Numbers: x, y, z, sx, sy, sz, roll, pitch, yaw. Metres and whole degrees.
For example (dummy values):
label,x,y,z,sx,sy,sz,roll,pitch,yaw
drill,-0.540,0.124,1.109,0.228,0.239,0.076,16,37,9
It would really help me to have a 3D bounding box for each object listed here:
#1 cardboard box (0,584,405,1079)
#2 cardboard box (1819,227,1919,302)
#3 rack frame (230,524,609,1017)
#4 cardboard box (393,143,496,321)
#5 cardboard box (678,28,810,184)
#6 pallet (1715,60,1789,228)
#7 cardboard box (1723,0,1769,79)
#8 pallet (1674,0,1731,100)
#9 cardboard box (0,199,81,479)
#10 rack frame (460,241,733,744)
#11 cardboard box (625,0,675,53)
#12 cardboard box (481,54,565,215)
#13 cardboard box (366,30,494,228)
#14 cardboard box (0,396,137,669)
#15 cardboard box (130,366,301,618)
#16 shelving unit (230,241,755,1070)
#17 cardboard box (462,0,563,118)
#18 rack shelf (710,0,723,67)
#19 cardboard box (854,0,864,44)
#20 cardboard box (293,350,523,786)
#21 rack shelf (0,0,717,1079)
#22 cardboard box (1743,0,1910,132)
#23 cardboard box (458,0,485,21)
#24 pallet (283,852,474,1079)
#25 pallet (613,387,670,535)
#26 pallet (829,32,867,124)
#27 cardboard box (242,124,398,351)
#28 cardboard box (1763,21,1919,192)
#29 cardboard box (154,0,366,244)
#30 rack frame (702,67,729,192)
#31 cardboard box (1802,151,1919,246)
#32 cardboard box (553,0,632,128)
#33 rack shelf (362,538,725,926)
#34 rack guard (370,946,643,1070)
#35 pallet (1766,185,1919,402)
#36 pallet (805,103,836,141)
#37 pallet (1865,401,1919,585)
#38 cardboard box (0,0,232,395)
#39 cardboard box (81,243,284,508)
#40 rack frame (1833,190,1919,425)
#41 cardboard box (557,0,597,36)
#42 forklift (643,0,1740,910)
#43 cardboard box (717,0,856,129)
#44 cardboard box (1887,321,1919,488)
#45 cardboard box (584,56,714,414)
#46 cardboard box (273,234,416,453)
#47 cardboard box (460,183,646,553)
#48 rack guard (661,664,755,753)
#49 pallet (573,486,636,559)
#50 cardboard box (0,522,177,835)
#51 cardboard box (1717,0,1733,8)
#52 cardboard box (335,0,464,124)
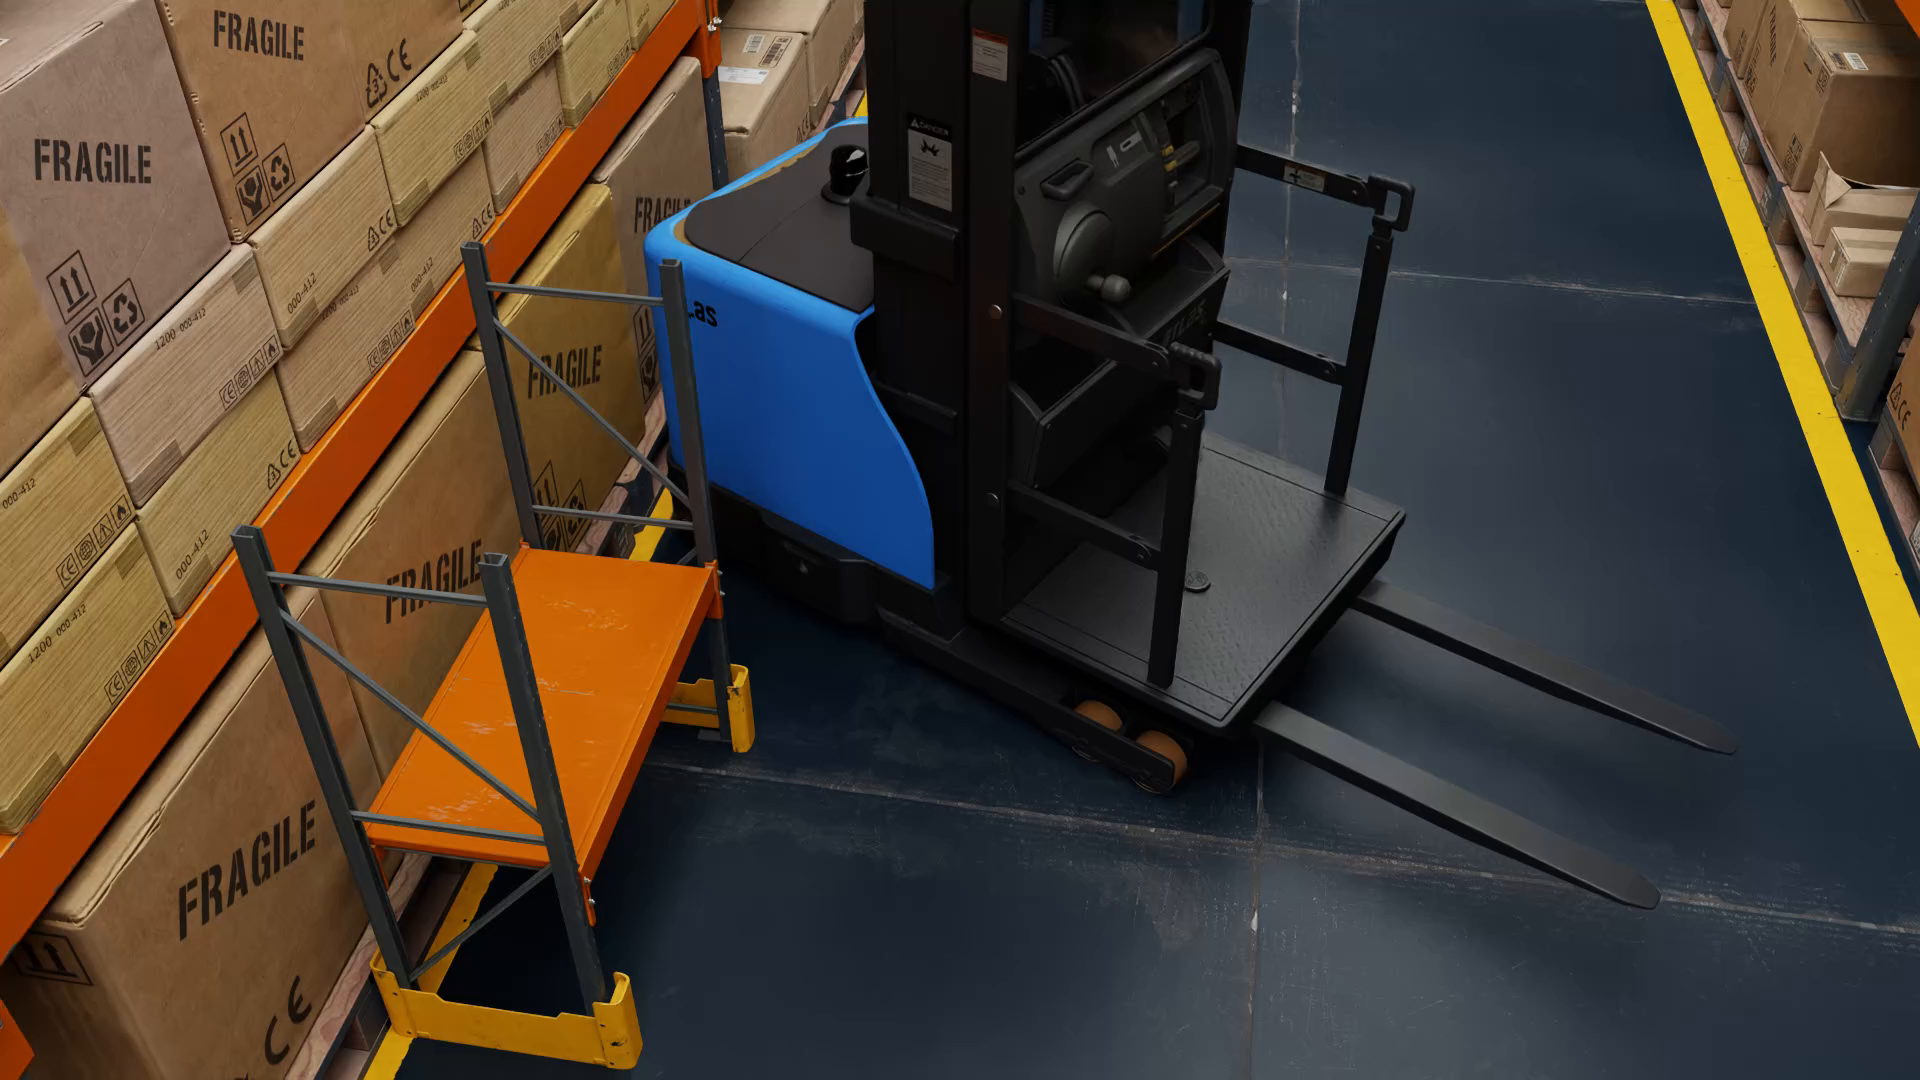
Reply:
label,x,y,z,sx,sy,sz,roll,pitch,yaw
cardboard box,-1.833,0.649,3.449,0.875,0.875,0.875,6,40,7
cardboard box,3.354,-0.995,6.007,0.380,0.149,0.250,5,40,6
rack frame,-1.028,0.586,3.364,0.500,1.500,0.032,6,40,7
cardboard box,-1.452,-0.769,3.943,0.500,0.250,0.500,6,40,8
cardboard box,-1.128,-1.651,6.574,0.875,0.438,0.875,6,40,7
pallet,3.876,-1.673,7.109,1.003,0.211,1.213,6,40,8
cardboard box,3.854,-2.353,7.374,0.700,0.500,0.500,8,40,9
pallet,4.089,-2.437,8.032,1.003,0.211,1.213,6,40,8
cardboard box,-1.708,-0.290,2.384,0.500,0.500,0.500,5,40,6
rack frame,-0.858,-0.052,4.136,0.500,1.500,0.032,6,40,7
cardboard box,-1.172,-1.727,5.103,0.500,0.250,0.500,5,40,7
cardboard box,-1.367,-1.093,4.336,0.500,0.250,0.500,5,40,6
cardboard box,-1.414,-0.962,3.785,0.500,0.250,0.500,7,40,8
cardboard box,-1.703,-0.010,2.633,0.500,0.250,0.500,6,40,7
cardboard box,-1.630,-0.130,3.171,0.500,0.250,0.500,5,40,6
shelving unit,-0.942,0.261,3.757,0.587,1.500,1.083,6,40,7
cardboard box,-1.342,-1.285,4.176,0.500,0.250,0.500,7,40,9
rack shelf,-0.996,-3.072,7.176,1.077,0.370,4.000,6,40,8
cardboard box,-0.816,-2.779,7.938,0.875,0.438,0.875,7,40,9
cardboard box,-1.675,0.089,4.126,0.875,0.875,0.875,7,40,8
rack shelf,-1.688,-0.562,4.140,1.077,0.370,4.000,6,40,8
cardboard box,3.664,-2.032,6.986,0.500,0.500,0.500,7,40,8
cardboard box,-1.362,-1.569,3.930,0.500,0.500,0.500,8,40,9
pallet,-1.824,1.004,3.870,1.003,0.211,1.213,6,40,8
pallet,-1.402,-0.527,5.722,1.003,0.211,1.213,6,40,8
pallet,-0.925,-2.256,7.813,1.003,0.211,1.213,6,40,8
cardboard box,-1.515,-0.645,3.402,0.500,0.250,0.500,6,40,8
cardboard box,3.674,-1.701,6.586,0.700,0.500,0.500,5,40,6
cardboard box,-1.527,-0.926,3.153,0.500,0.500,0.500,7,40,9
rack frame,-1.342,-2.094,5.429,1.000,3.000,0.127,6,40,8
cardboard box,3.416,-1.264,6.240,0.396,0.266,0.258,8,40,9
cardboard box,-1.261,-1.408,4.716,0.500,0.250,0.500,6,40,7
rack shelf,-0.943,0.406,3.865,0.538,0.185,1.000,6,40,7
rack guard,-1.025,1.056,3.777,0.587,0.250,0.087,6,40,7
pallet,3.667,-0.905,6.180,1.003,0.211,1.213,6,40,8
pallet,-1.134,-1.488,6.884,1.003,0.211,1.213,6,40,8
pallet,3.444,0.040,5.036,1.003,0.211,1.213,6,40,8
cardboard box,-1.632,-0.603,2.762,0.500,0.500,0.500,7,40,8
cardboard box,-1.613,-0.334,3.025,0.500,0.250,0.500,7,40,9
rack frame,3.547,-1.549,4.770,1.000,3.000,0.127,6,40,8
cardboard box,-1.258,-1.611,4.570,0.500,0.250,0.500,7,40,9
forklift,0.590,-0.842,3.968,3.031,2.935,1.130,25,46,27
cardboard box,-0.974,-2.213,7.254,0.875,0.438,0.875,5,40,6
cardboard box,3.242,-0.469,5.095,0.500,0.500,0.500,8,40,10
cardboard box,-1.371,-1.039,5.491,0.875,0.875,0.875,8,40,9
cardboard box,-1.534,-0.458,3.568,0.500,0.250,0.500,8,40,9
cardboard box,-1.519,-0.472,4.804,0.875,0.875,0.875,7,40,9
rack guard,-0.859,0.430,4.534,0.587,0.250,0.087,6,40,7
pallet,-1.610,0.241,4.793,1.003,0.211,1.213,6,40,8
cardboard box,-1.702,0.194,2.779,0.500,0.250,0.500,6,40,7
cardboard box,4.040,-2.886,8.016,0.797,0.503,0.637,5,40,6
cardboard box,-1.436,-1.242,3.535,0.500,0.500,0.500,7,40,8
